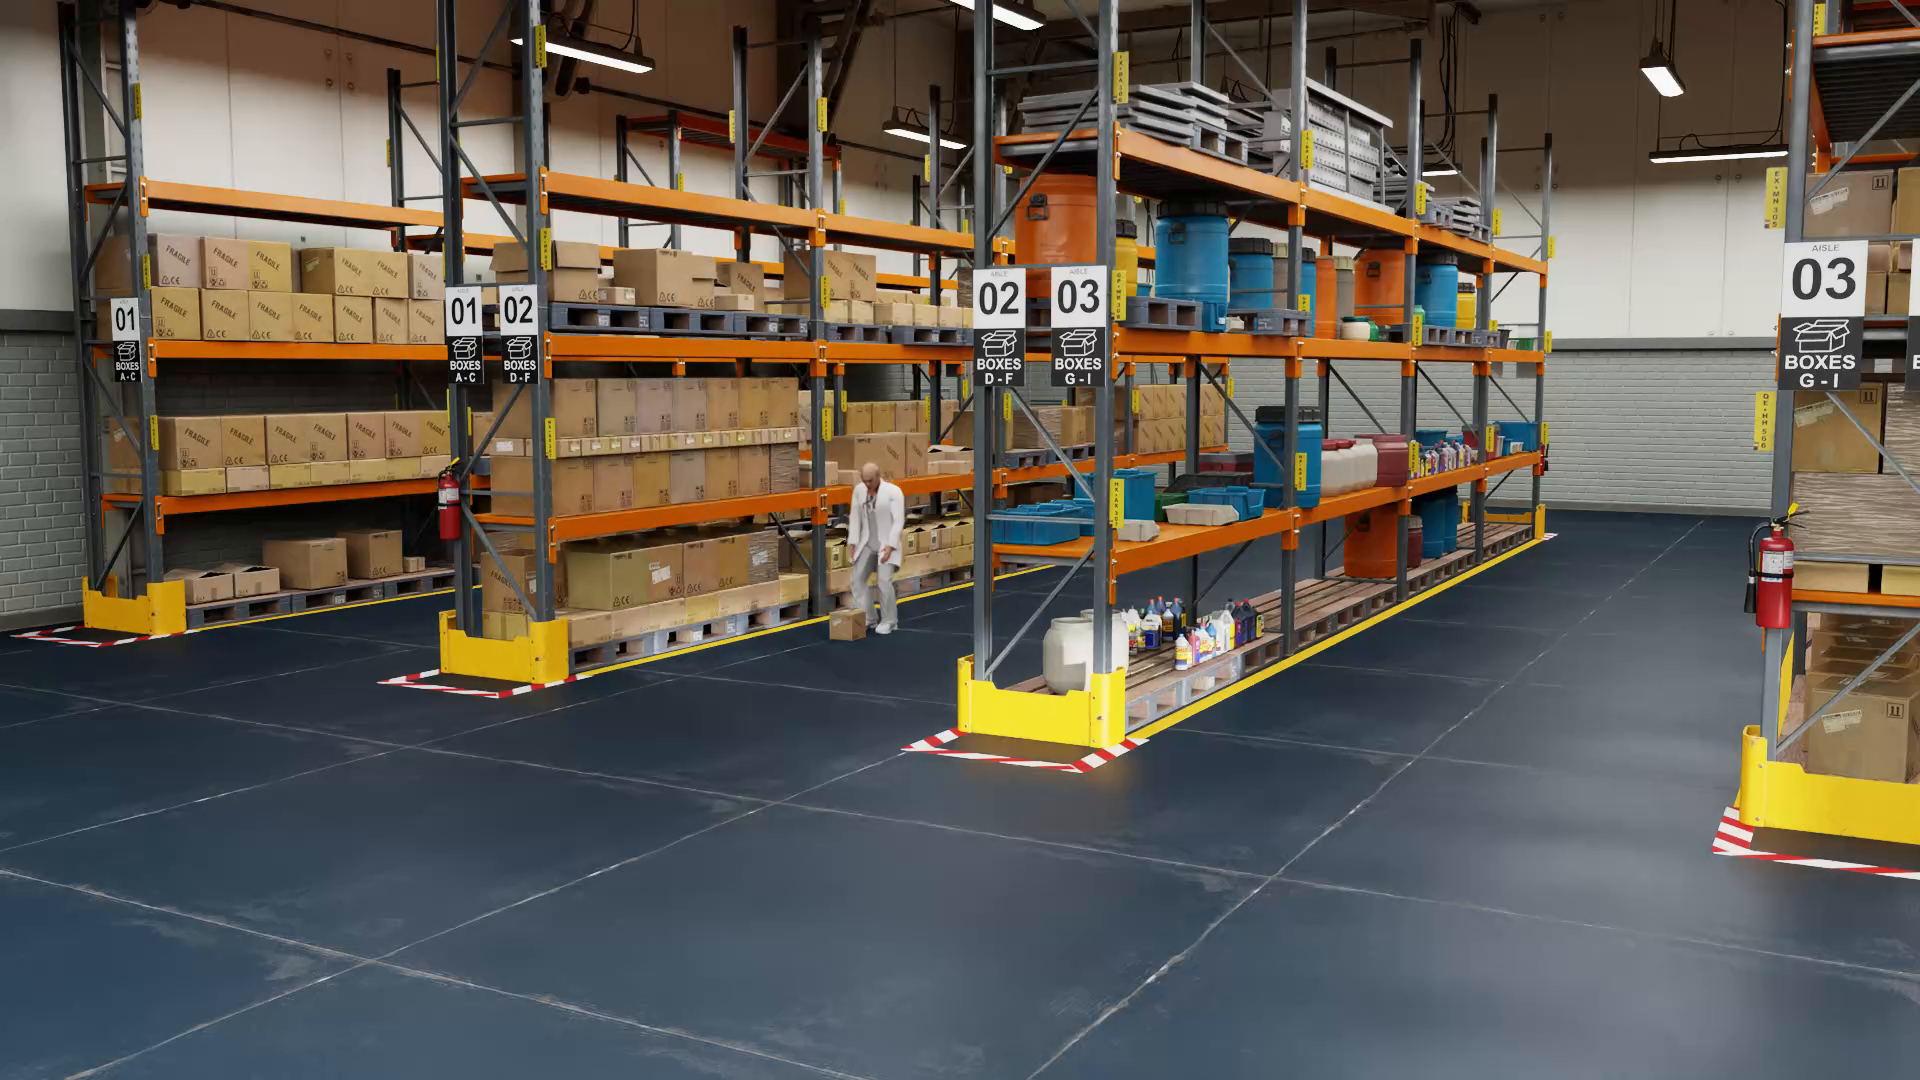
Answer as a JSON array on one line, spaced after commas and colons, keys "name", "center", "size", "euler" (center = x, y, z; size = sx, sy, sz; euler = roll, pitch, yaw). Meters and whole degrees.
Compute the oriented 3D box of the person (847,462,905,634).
[{"name": "person", "center": [-0.790, 0.073, 16.062], "size": [0.611, 1.643, 0.522], "euler": [3, 7, 30]}]
